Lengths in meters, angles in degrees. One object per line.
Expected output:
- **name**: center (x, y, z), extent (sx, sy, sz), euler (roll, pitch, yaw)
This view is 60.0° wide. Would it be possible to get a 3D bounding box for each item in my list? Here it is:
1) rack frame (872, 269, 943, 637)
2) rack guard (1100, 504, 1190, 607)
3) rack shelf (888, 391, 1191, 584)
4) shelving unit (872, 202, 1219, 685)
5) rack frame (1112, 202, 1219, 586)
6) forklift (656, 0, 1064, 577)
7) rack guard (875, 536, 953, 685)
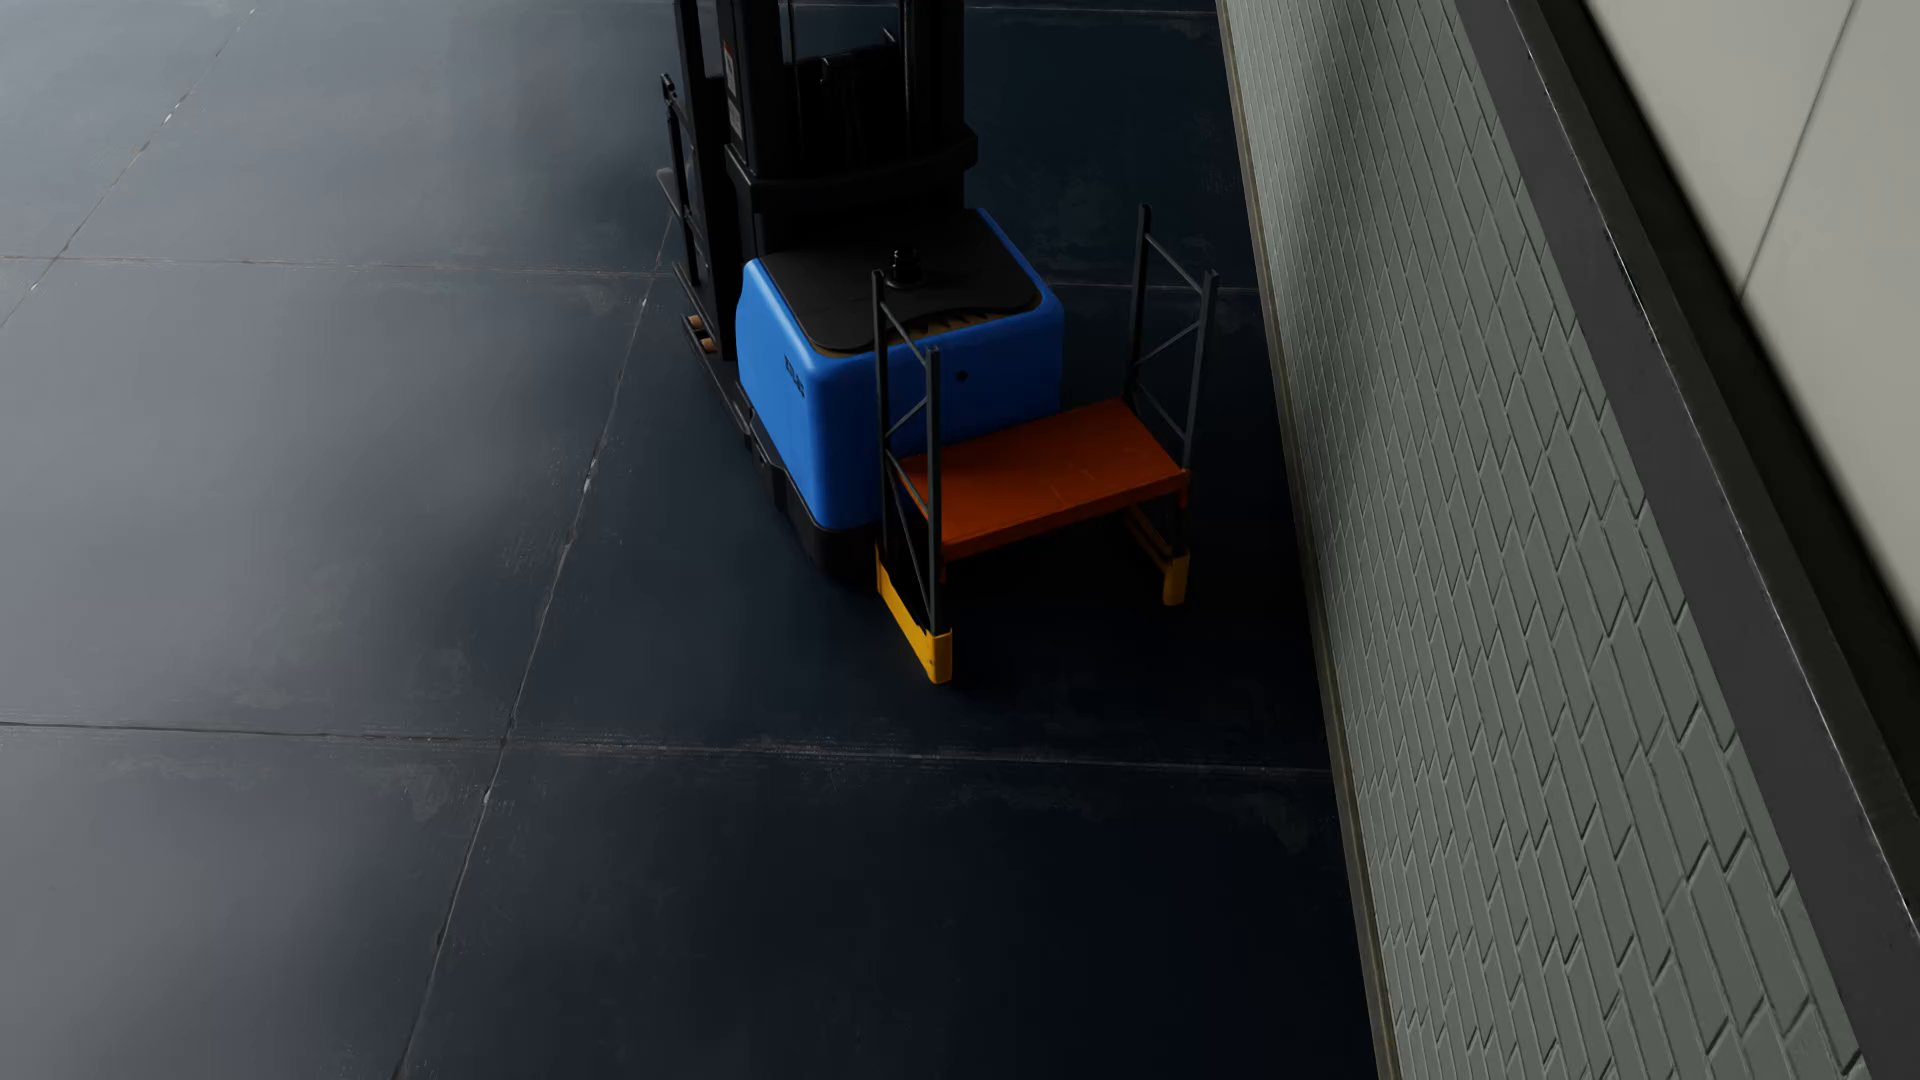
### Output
- **rack frame**: center (-0.179, -0.198, 5.898), extent (0.032, 1.500, 0.500), euler (-17, 46, -18)
- **rack guard**: center (0.730, -0.020, 6.624), extent (0.087, 0.250, 0.587), euler (-17, 46, -18)
- **rack shelf**: center (0.284, -0.209, 6.173), extent (1.000, 0.185, 0.538), euler (-17, 46, -18)
- **shelving unit**: center (0.276, -0.338, 6.048), extent (1.083, 1.500, 0.587), euler (-17, 46, -18)
- **rack frame**: center (0.747, -0.483, 6.204), extent (0.032, 1.500, 0.500), euler (-17, 46, -18)
- **forklift**: center (-0.641, -1.939, 6.717), extent (1.130, 2.935, 3.031), euler (-16, 45, -17)
- **rack guard**: center (-0.178, 0.259, 6.324), extent (0.087, 0.250, 0.587), euler (-17, 46, -18)
